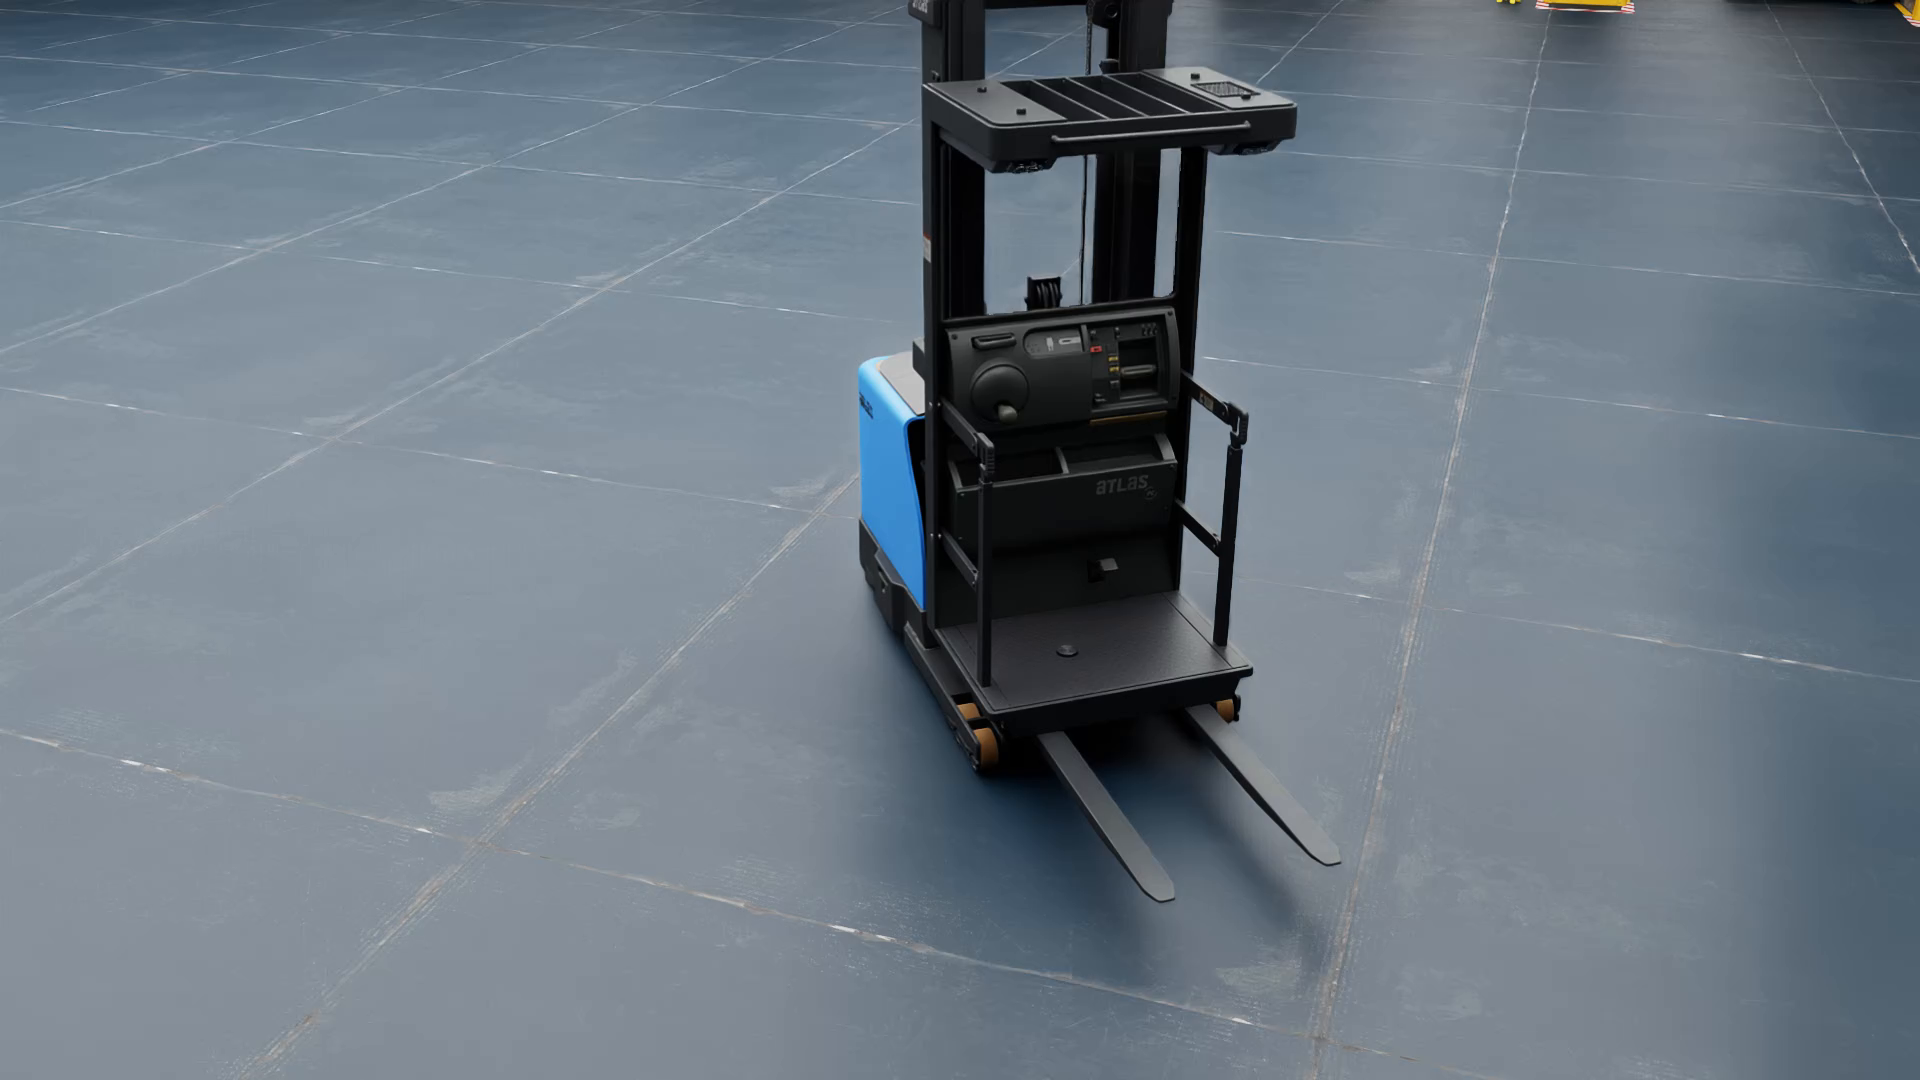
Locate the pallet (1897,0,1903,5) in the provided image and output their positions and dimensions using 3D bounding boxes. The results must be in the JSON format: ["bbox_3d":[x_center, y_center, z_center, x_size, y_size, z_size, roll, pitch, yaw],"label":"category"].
[{"bbox_3d":[14.593,-8.177,24.895,1.003,0.211,1.213,9,27,17],"label":"pallet"}]

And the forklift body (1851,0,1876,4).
[{"bbox_3d":[12.881,-9.273,24.935,2.313,2.155,1.214,9,27,17],"label":"forklift body"}]

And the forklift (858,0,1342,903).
[{"bbox_3d":[0.475,-0.628,6.184,1.130,2.935,3.031,-8,27,-17],"label":"forklift"}]

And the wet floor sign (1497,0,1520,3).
[{"bbox_3d":[8.216,-8.347,24.750,0.267,0.644,0.232,20,32,35],"label":"wet floor sign"}]

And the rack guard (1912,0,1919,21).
[{"bbox_3d":[13.962,-7.477,23.118,1.175,0.500,0.348,9,27,17],"label":"rack guard"}]

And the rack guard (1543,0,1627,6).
[{"bbox_3d":[9.313,-8.236,24.687,1.175,0.500,0.348,9,27,17],"label":"rack guard"}]

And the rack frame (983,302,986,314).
[{"bbox_3d":[0.007,-0.585,8.080,0.240,1.200,0.006,6,26,12],"label":"rack frame"}]

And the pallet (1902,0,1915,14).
[{"bbox_3d":[14.185,-7.677,23.863,1.003,0.211,1.213,9,27,17],"label":"pallet"}]

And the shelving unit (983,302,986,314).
[{"bbox_3d":[-0.014,-0.546,8.000,0.258,1.200,0.189,6,26,12],"label":"shelving unit"}]
